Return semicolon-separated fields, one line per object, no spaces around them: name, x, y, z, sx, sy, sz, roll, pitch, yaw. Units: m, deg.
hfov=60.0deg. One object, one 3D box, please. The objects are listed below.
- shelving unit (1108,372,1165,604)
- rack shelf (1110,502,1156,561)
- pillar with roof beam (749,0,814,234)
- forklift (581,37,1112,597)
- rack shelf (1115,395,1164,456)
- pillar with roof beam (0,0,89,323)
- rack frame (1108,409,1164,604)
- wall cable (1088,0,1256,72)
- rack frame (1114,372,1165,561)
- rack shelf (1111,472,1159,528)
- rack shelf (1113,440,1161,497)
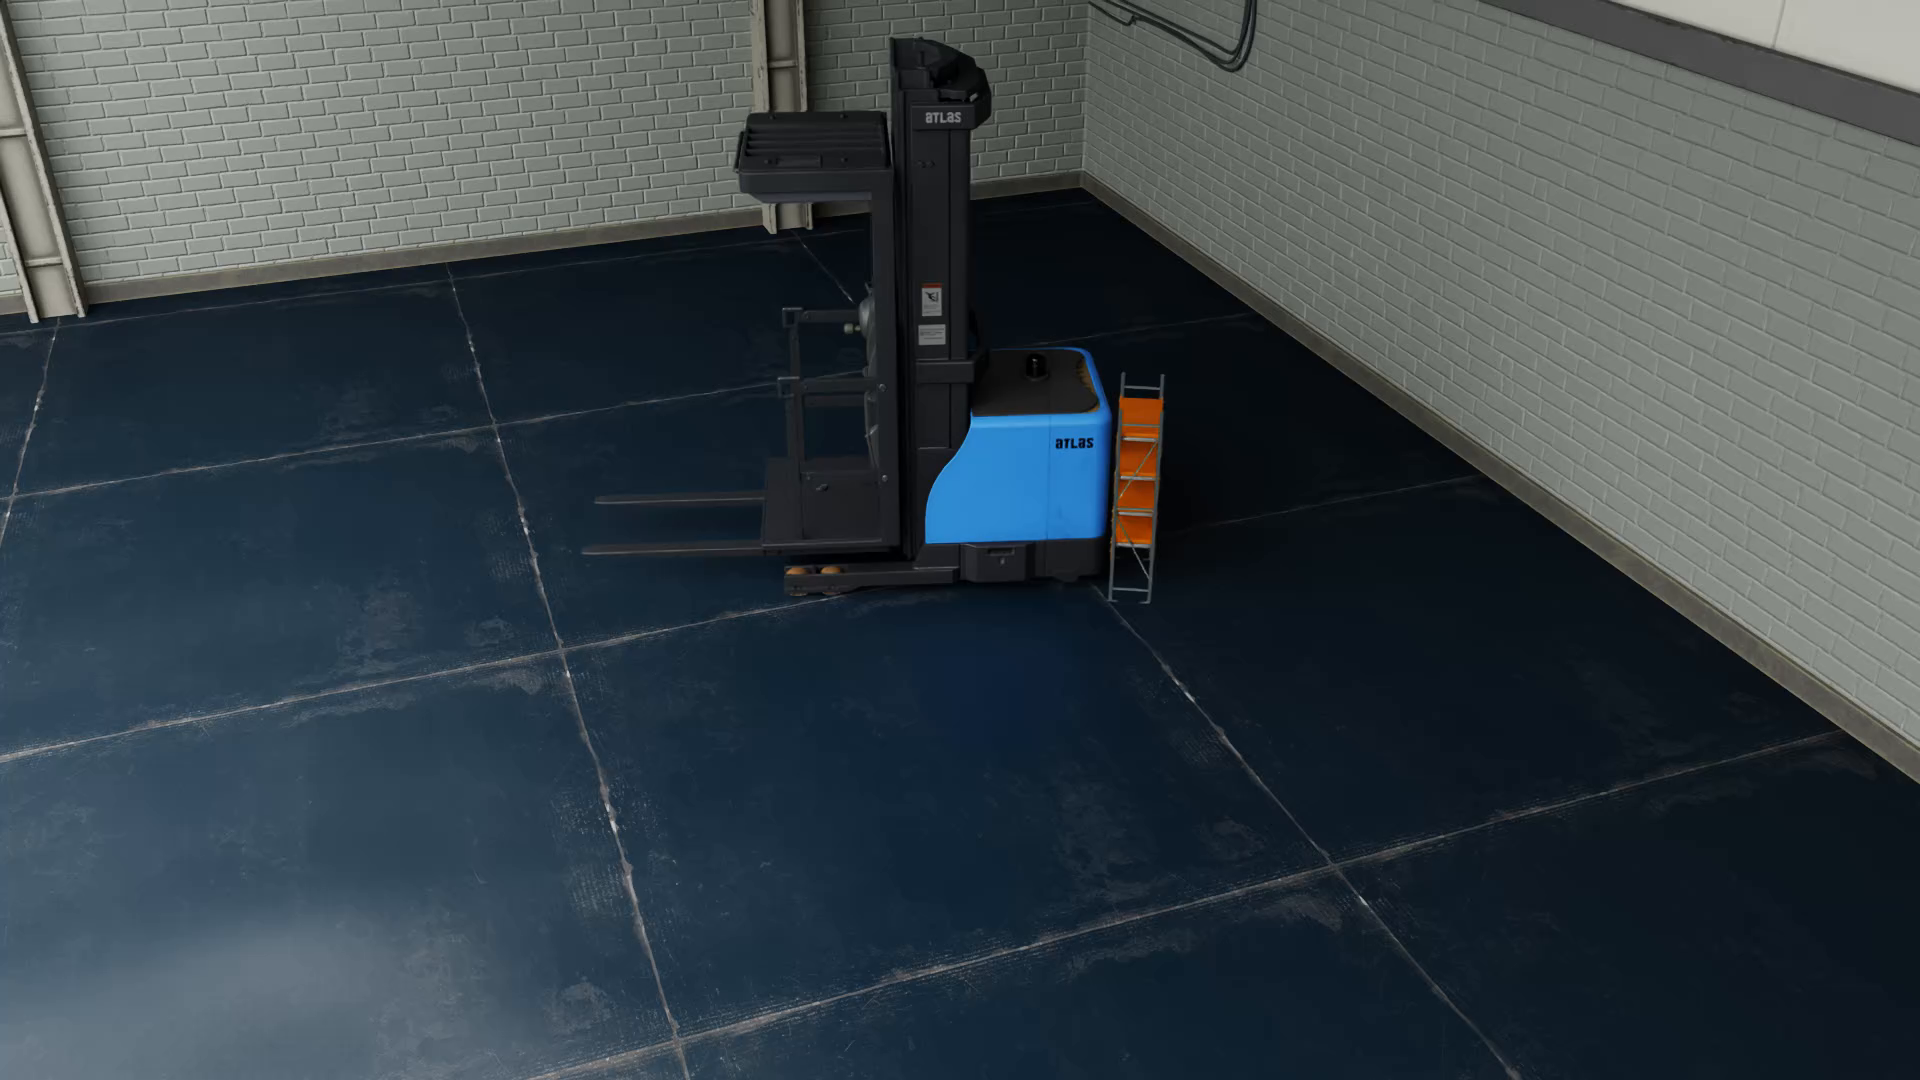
shelving unit;0.996;-0.288;9.394;0.258;1.200;0.503;3;30;6
rack shelf;0.995;-0.057;9.526;0.258;0.148;0.480;3;30;6
pillar with roof beam;-0.062;-4.762;9.369;0.400;9.000;9.100;-10;31;-18
forklift;-0.682;-1.219;9.280;3.031;2.935;1.130;-2;30;-3
rack shelf;0.997;-0.630;9.199;0.258;0.148;0.480;3;30;6
pillar with roof beam;-5.686;-3.727;7.551;0.400;9.000;9.100;-10;31;-18
rack frame;0.968;-0.168;9.183;0.240;1.200;0.015;3;30;6
wall cable;1.659;-5.306;13.459;0.112;2.526;3.097;-10;31;-18
rack frame;1.023;-0.408;9.605;0.240;1.200;0.015;3;30;6
rack shelf;0.995;-0.230;9.427;0.258;0.148;0.480;3;30;6
rack shelf;0.996;-0.424;9.317;0.258;0.148;0.480;3;30;6
